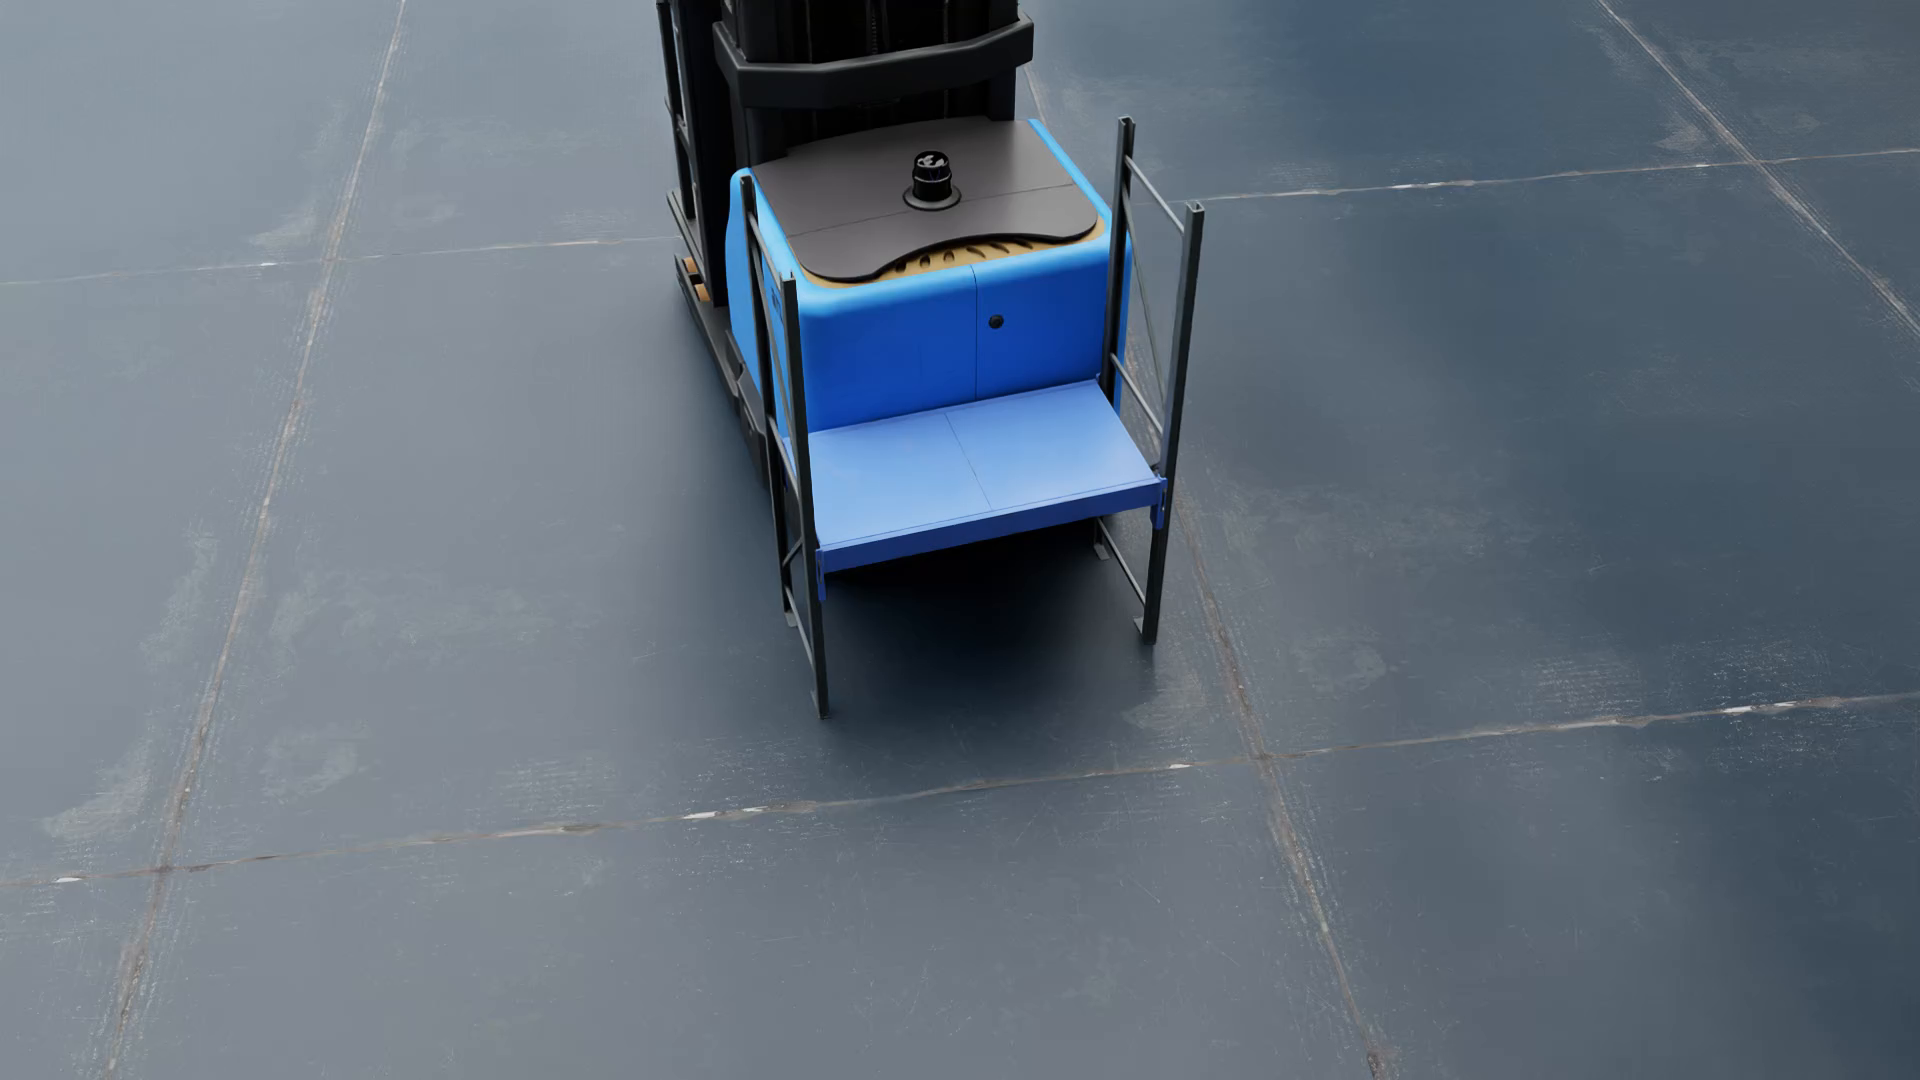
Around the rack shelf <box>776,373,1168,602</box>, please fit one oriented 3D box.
[{"bbox_3d":[0.021,-0.166,4.719,1.000,0.185,0.538,-12,43,-13],"label":"rack shelf"}]

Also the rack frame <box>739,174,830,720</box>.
[{"bbox_3d":[-0.464,-0.198,4.487,0.032,1.500,0.500,-12,43,-13],"label":"rack frame"}]

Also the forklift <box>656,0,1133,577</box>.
[{"bbox_3d":[-0.452,-1.974,5.387,1.130,2.935,3.031,-13,44,-14],"label":"forklift"}]

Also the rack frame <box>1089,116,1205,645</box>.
[{"bbox_3d":[0.506,-0.400,4.711,0.032,1.500,0.500,-12,43,-13],"label":"rack frame"}]

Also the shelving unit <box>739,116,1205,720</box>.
[{"bbox_3d":[0.021,-0.299,4.599,1.048,1.500,0.538,-12,43,-13],"label":"shelving unit"}]
